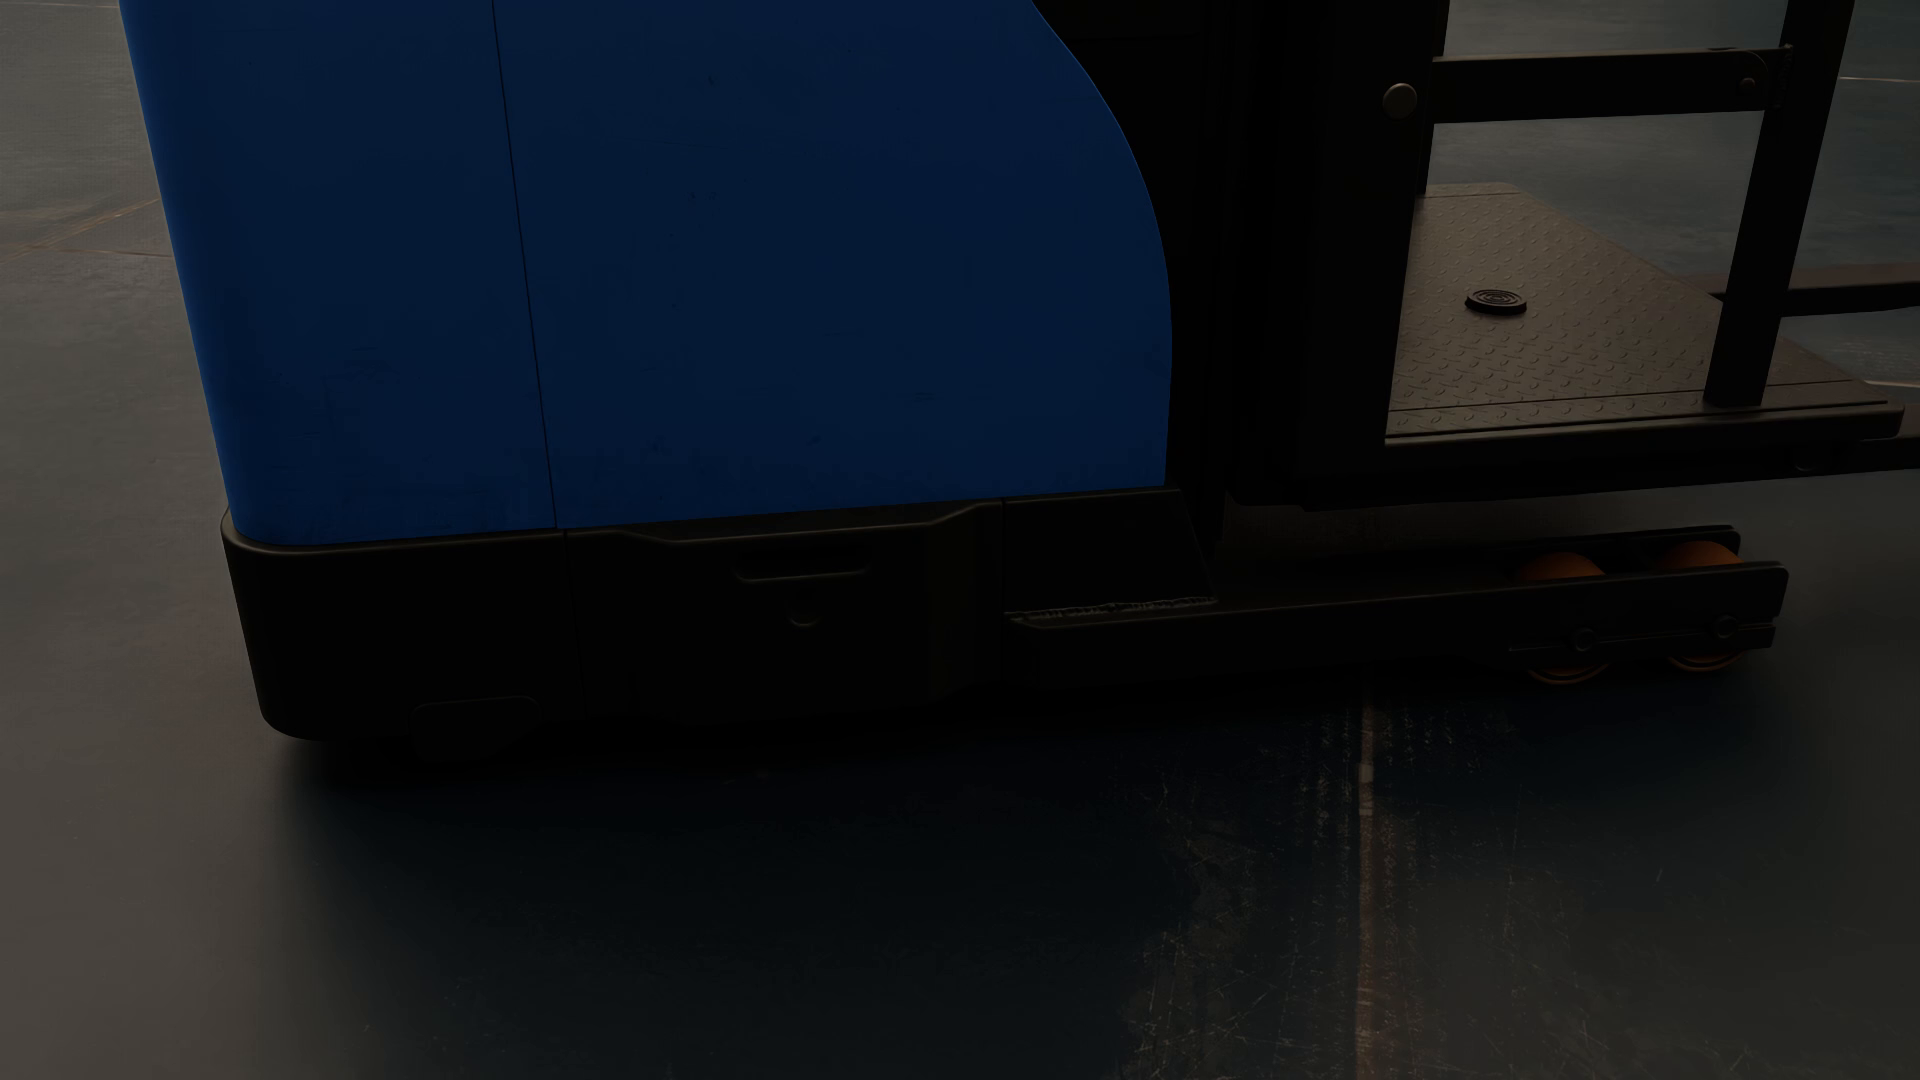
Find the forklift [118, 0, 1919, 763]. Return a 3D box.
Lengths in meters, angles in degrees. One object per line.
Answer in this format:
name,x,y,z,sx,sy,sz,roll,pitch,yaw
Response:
forklift,0.600,-1.354,1.930,3.031,2.935,1.130,-4,27,-9
